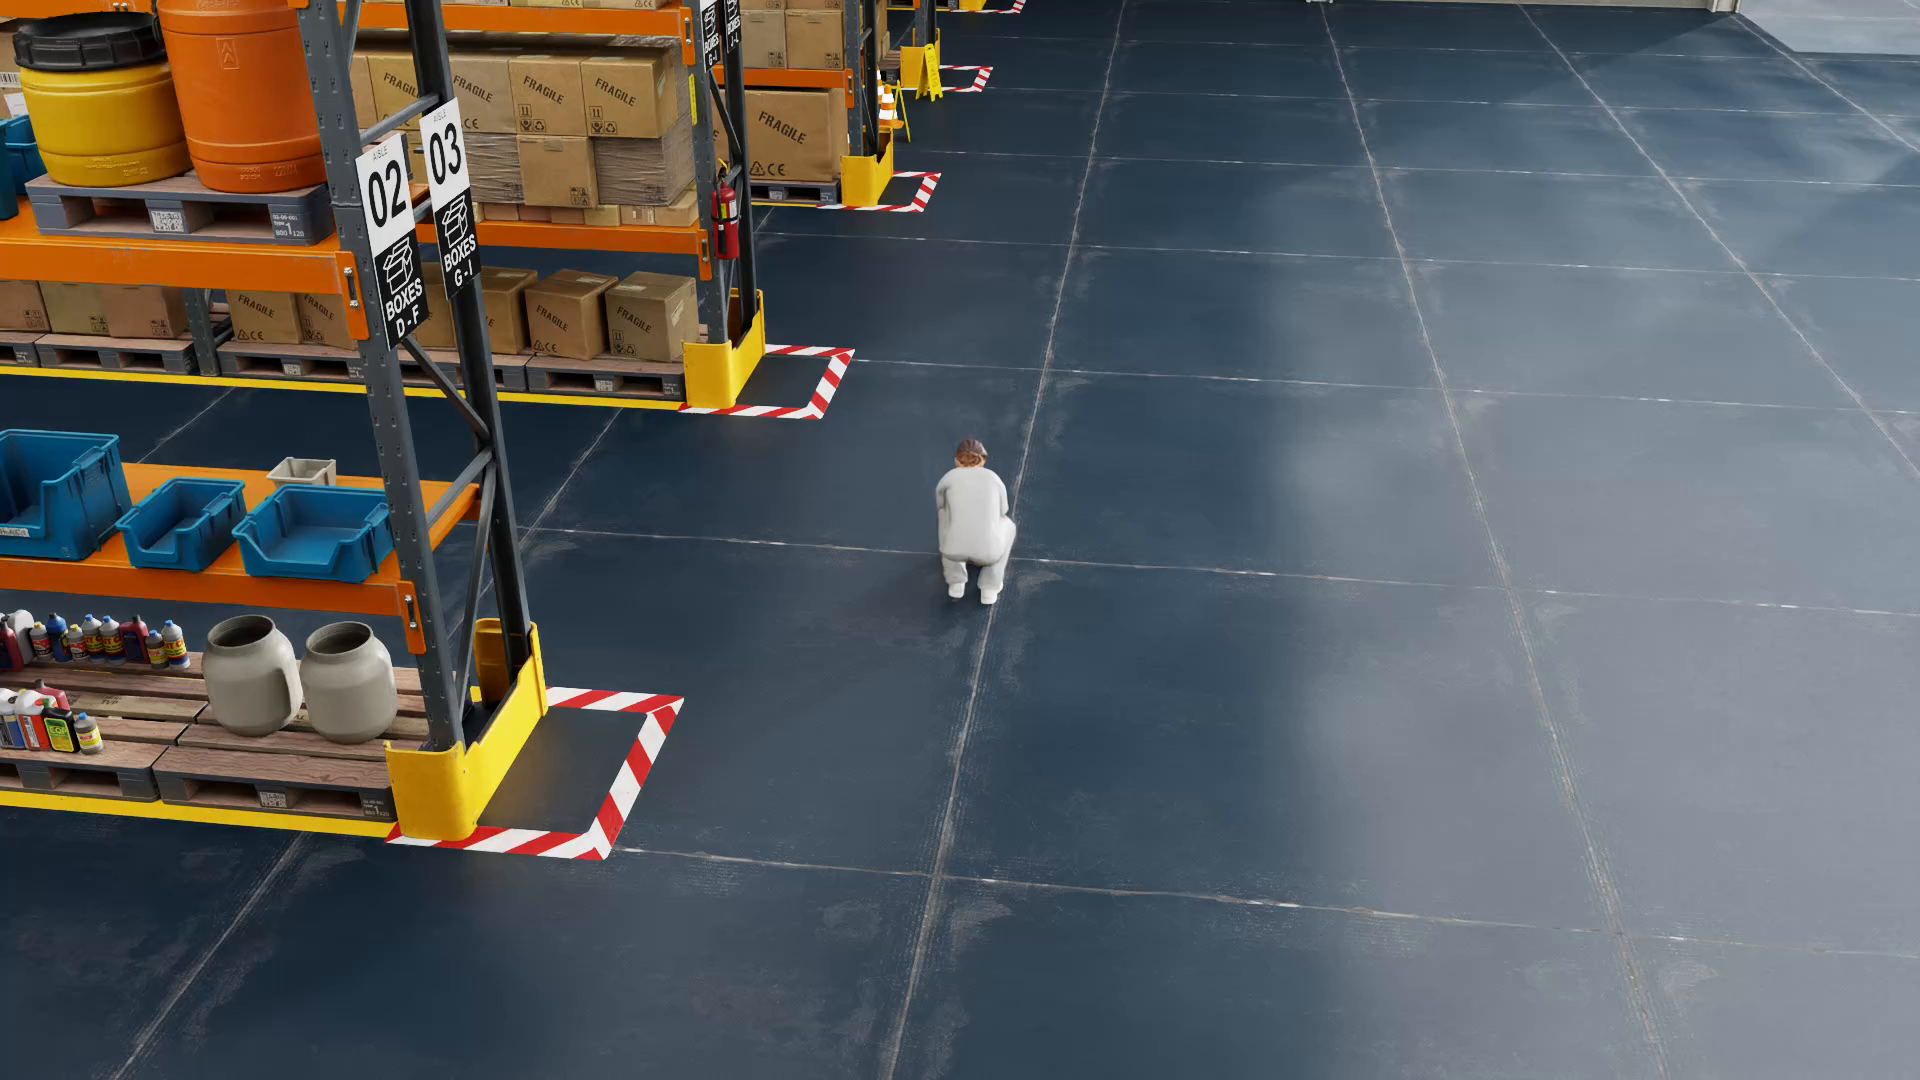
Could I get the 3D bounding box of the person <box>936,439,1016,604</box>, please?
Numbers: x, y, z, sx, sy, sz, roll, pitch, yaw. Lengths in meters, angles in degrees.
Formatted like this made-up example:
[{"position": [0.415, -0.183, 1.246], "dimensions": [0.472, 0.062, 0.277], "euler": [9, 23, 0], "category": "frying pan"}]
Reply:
[{"position": [0.081, -0.089, 9.767], "dimensions": [0.475, 0.811, 0.810], "euler": [3, 29, 6], "category": "person"}]
